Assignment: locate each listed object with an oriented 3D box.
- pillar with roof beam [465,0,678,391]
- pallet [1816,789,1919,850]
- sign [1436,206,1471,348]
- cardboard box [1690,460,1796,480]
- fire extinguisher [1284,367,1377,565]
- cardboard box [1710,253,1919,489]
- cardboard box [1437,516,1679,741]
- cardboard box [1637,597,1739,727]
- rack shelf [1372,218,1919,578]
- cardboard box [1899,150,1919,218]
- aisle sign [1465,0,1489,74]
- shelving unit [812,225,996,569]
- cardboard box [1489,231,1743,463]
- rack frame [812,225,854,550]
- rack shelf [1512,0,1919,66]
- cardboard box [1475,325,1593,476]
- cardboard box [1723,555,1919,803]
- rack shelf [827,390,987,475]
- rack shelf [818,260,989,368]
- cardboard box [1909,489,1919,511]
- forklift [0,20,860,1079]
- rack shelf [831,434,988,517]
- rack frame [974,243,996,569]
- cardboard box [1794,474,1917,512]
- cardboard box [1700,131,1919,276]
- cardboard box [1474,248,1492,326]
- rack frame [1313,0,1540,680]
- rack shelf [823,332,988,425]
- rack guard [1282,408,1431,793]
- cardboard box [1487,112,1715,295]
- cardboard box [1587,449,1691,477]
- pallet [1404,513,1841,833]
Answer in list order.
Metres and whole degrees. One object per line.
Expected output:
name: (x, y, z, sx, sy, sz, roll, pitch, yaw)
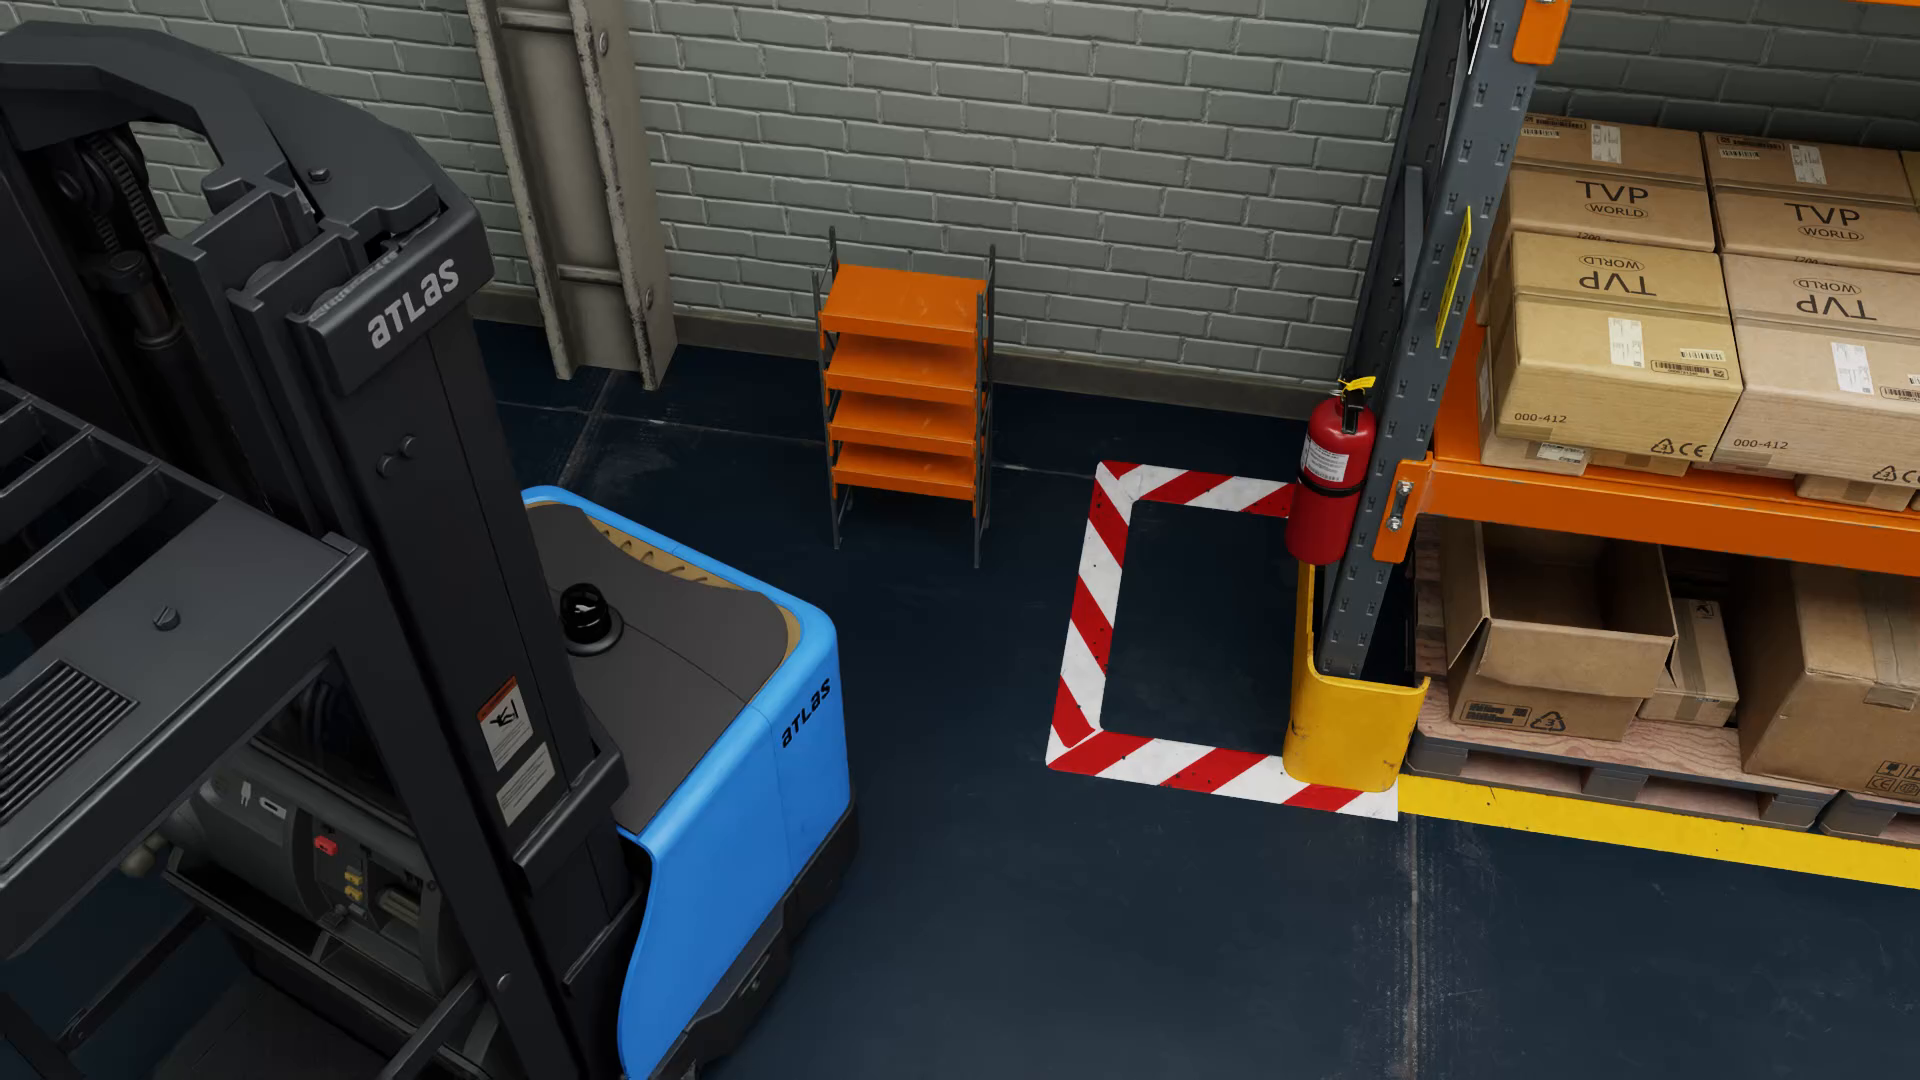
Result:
pillar with roof beam: (-2.075, -0.557, 0.200, 0.400, 9.000, 9.100, 8, 49, 7)
pallet: (3.240, 0.524, 5.138, 1.213, 0.211, 1.003, 8, 49, 7)
sign: (1.087, -0.578, 3.671, 0.005, 0.325, 0.100, 8, 49, 7)
cardboard box: (1.982, -0.349, 4.216, 0.250, 0.149, 0.380, 7, 48, 6)
fire extinguisher: (0.957, -0.217, 4.231, 0.183, 0.674, 0.296, 8, 49, 7)
cardboard box: (2.079, -0.412, 4.004, 0.500, 0.250, 0.500, 8, 49, 7)
cardboard box: (1.769, 0.158, 4.987, 0.637, 0.503, 0.797, 6, 48, 5)
cardboard box: (2.180, 0.361, 5.043, 0.250, 0.149, 0.380, 6, 48, 5)
rack shelf: (3.152, -0.181, 4.380, 4.000, 0.370, 1.077, 8, 49, 7)
cardboard box: (2.677, -0.731, 4.291, 0.500, 0.250, 0.500, 9, 49, 8)
aisle sign: (1.064, -1.349, 3.198, 0.004, 0.787, 0.394, 8, 49, 7)
shelving unit: (-0.163, -0.423, 5.323, 0.503, 1.200, 0.258, 8, 49, 7)
cardboard box: (1.582, -0.478, 4.064, 0.500, 0.250, 0.500, 8, 49, 7)
rack frame: (-0.403, -0.455, 5.352, 0.015, 1.200, 0.240, 8, 49, 7)
rack shelf: (3.152, -1.184, 3.264, 4.000, 0.370, 1.077, 8, 49, 7)
cardboard box: (1.459, -0.358, 4.224, 0.250, 0.149, 0.380, 7, 48, 7)
cardboard box: (2.603, 0.301, 4.861, 0.500, 0.500, 0.700, 9, 49, 8)
rack shelf: (-0.163, -0.378, 5.373, 0.480, 0.148, 0.258, 8, 49, 7)
rack shelf: (-0.163, -0.686, 5.031, 0.480, 0.148, 0.258, 8, 49, 7)
cardboard box: (2.482, -0.239, 4.117, 0.250, 0.149, 0.380, 8, 49, 7)
forklift: (-1.471, 0.695, 3.155, 1.130, 2.935, 3.031, 23, 52, 20)
rack shelf: (-0.163, -0.245, 5.521, 0.480, 0.148, 0.258, 8, 49, 7)
rack frame: (0.077, -0.391, 5.294, 0.015, 1.200, 0.240, 8, 49, 7)
cardboard box: (2.220, -0.270, 4.145, 0.250, 0.149, 0.380, 9, 49, 8)
cardboard box: (2.191, -0.800, 4.353, 0.500, 0.250, 0.500, 8, 49, 7)
cardboard box: (1.558, -0.755, 4.581, 0.250, 0.149, 0.380, 7, 48, 6)
rack frame: (1.184, -0.686, 4.350, 0.127, 3.000, 1.000, 8, 49, 7)
rack shelf: (-0.163, -0.527, 5.207, 0.480, 0.148, 0.258, 8, 49, 7)
rack guard: (1.259, 0.159, 5.271, 0.348, 0.500, 1.175, 8, 49, 7)
cardboard box: (1.684, -0.869, 4.415, 0.500, 0.250, 0.500, 9, 49, 8)
cardboard box: (1.717, -0.358, 4.224, 0.250, 0.149, 0.380, 9, 49, 8)
pallet: (2.043, 0.361, 5.284, 1.213, 0.211, 1.003, 8, 49, 7)
